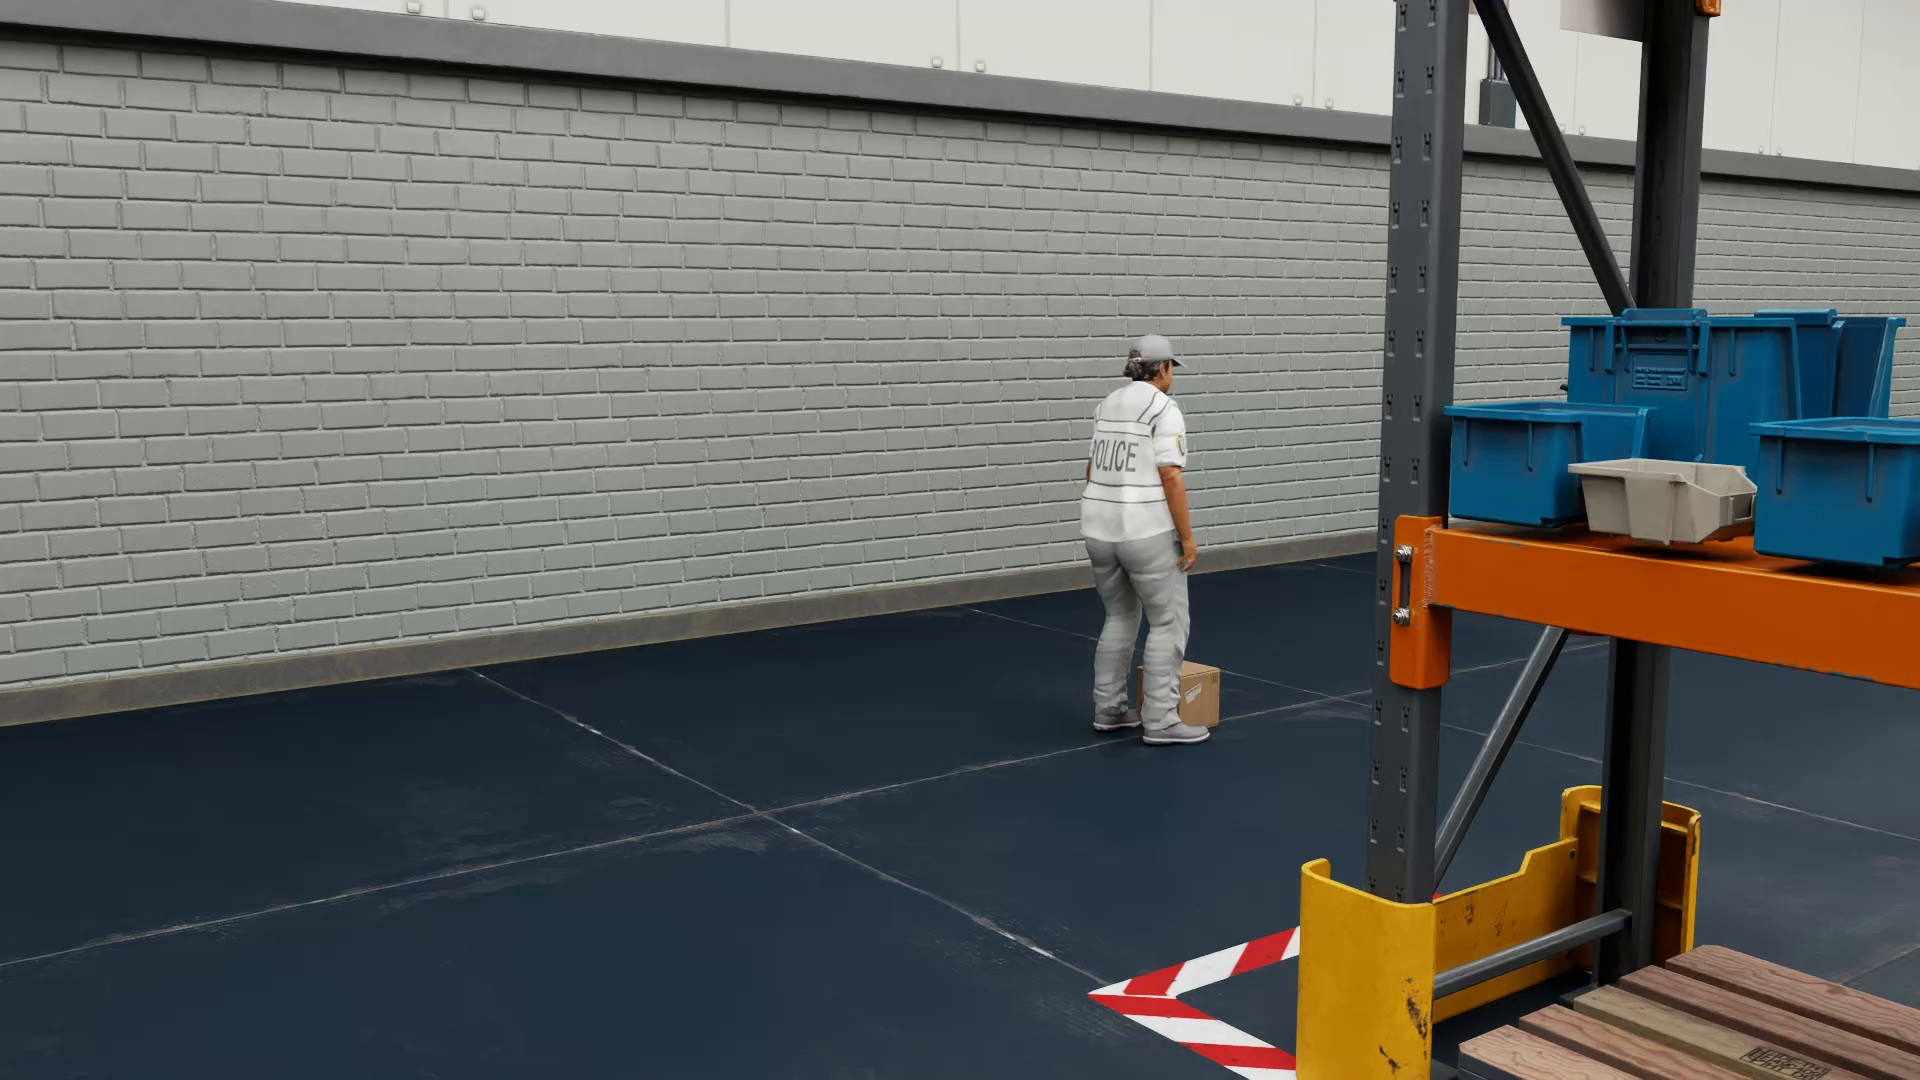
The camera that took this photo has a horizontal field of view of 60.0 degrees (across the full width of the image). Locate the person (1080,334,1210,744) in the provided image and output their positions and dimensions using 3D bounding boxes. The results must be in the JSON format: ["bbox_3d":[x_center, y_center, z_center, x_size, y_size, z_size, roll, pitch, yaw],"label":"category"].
[{"bbox_3d":[0.764,-0.014,6.883,0.468,1.667,0.557,-6,10,-38],"label":"person"}]
